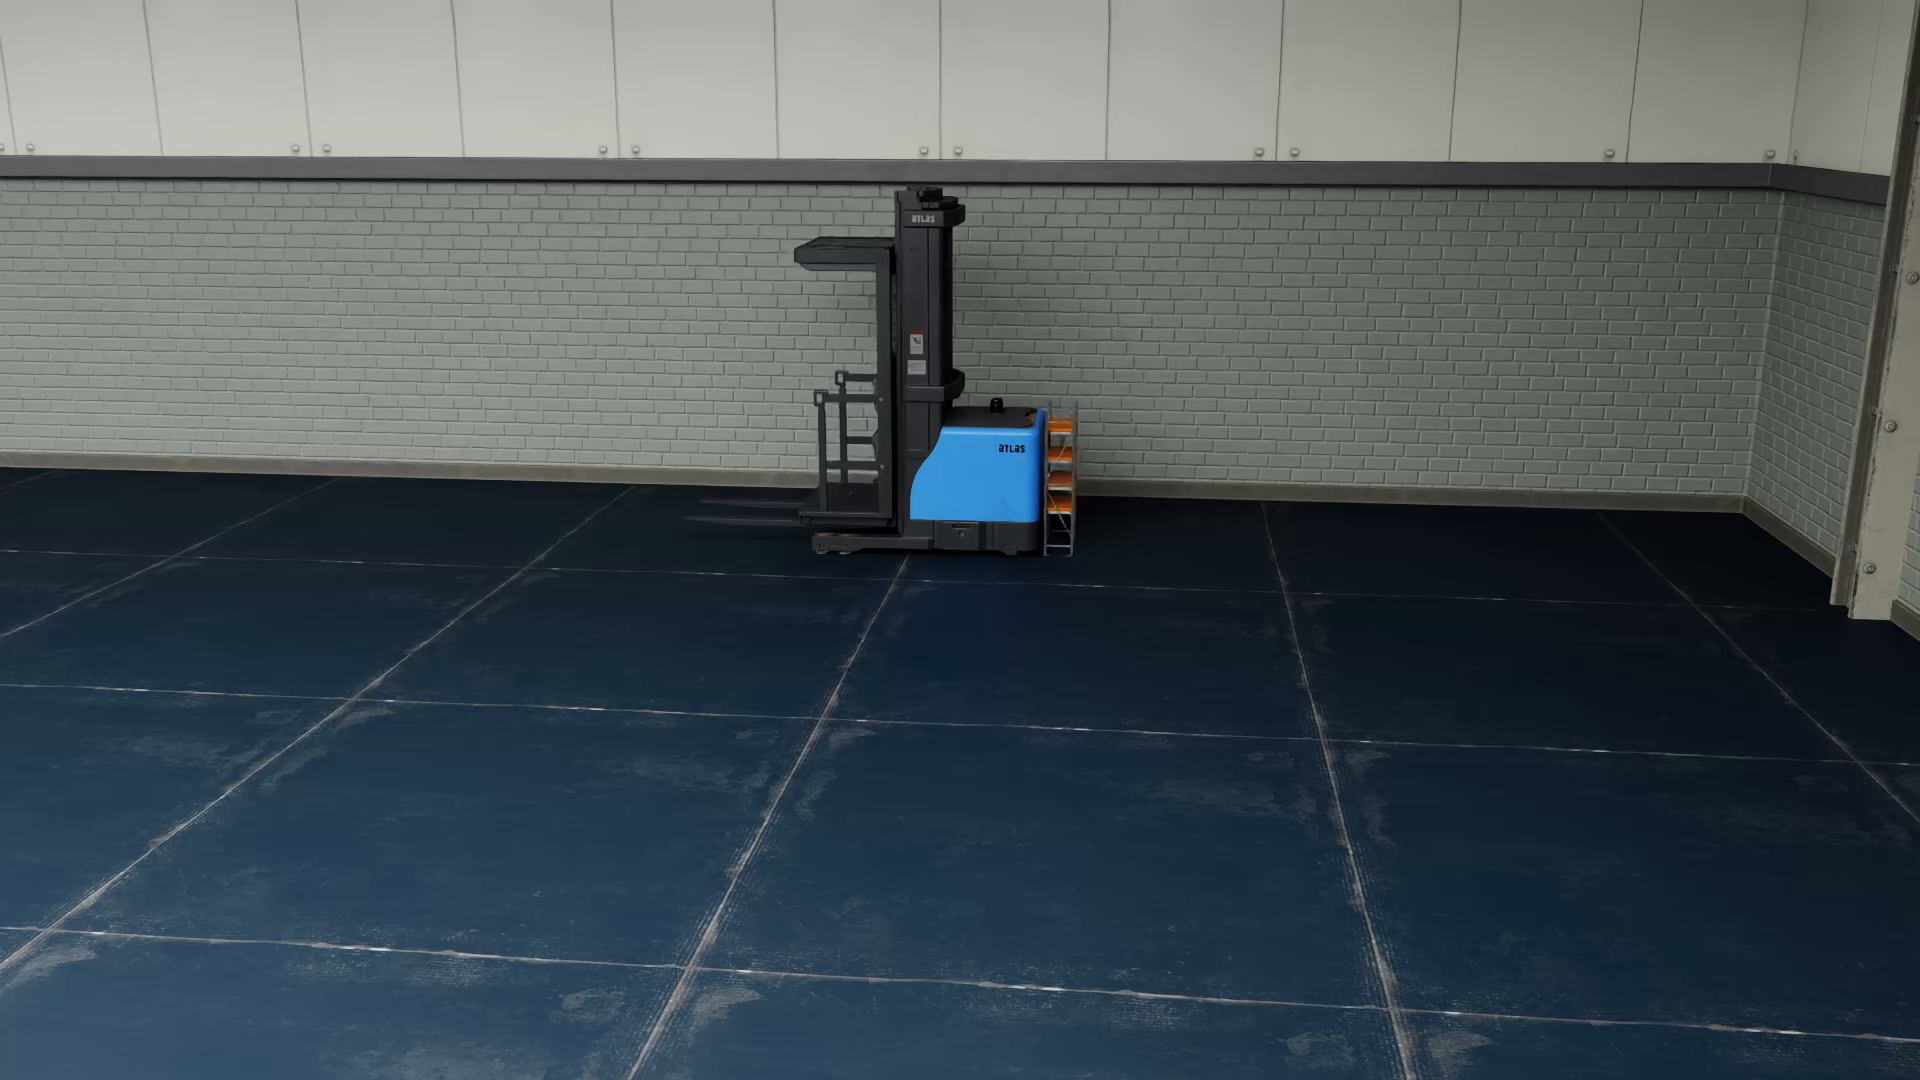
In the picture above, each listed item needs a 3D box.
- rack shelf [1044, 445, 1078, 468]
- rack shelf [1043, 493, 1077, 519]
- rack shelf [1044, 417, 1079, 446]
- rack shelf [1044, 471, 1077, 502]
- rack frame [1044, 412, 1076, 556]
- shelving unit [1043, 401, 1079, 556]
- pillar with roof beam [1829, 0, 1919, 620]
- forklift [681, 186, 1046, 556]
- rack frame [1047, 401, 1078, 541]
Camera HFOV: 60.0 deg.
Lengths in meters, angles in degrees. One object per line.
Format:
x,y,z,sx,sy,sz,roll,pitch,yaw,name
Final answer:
0.836,-0.664,13.721,0.258,0.148,0.480,2,15,6,rack shelf
0.835,-0.257,13.831,0.258,0.148,0.480,2,15,6,rack shelf
0.836,-0.893,13.659,0.258,0.148,0.480,2,15,6,rack shelf
0.835,-0.449,13.779,0.258,0.148,0.480,2,15,6,rack shelf
0.810,-0.450,13.527,0.240,1.200,0.015,2,15,6,rack frame
0.835,-0.514,13.762,0.258,1.200,0.503,2,15,6,shelving unit
2.352,-3.948,11.523,9.100,9.000,0.400,2,15,6,pillar with roof beam
-0.805,-1.429,13.830,3.031,2.935,1.130,2,15,6,forklift
0.860,-0.577,13.996,0.240,1.200,0.015,2,15,6,rack frame
